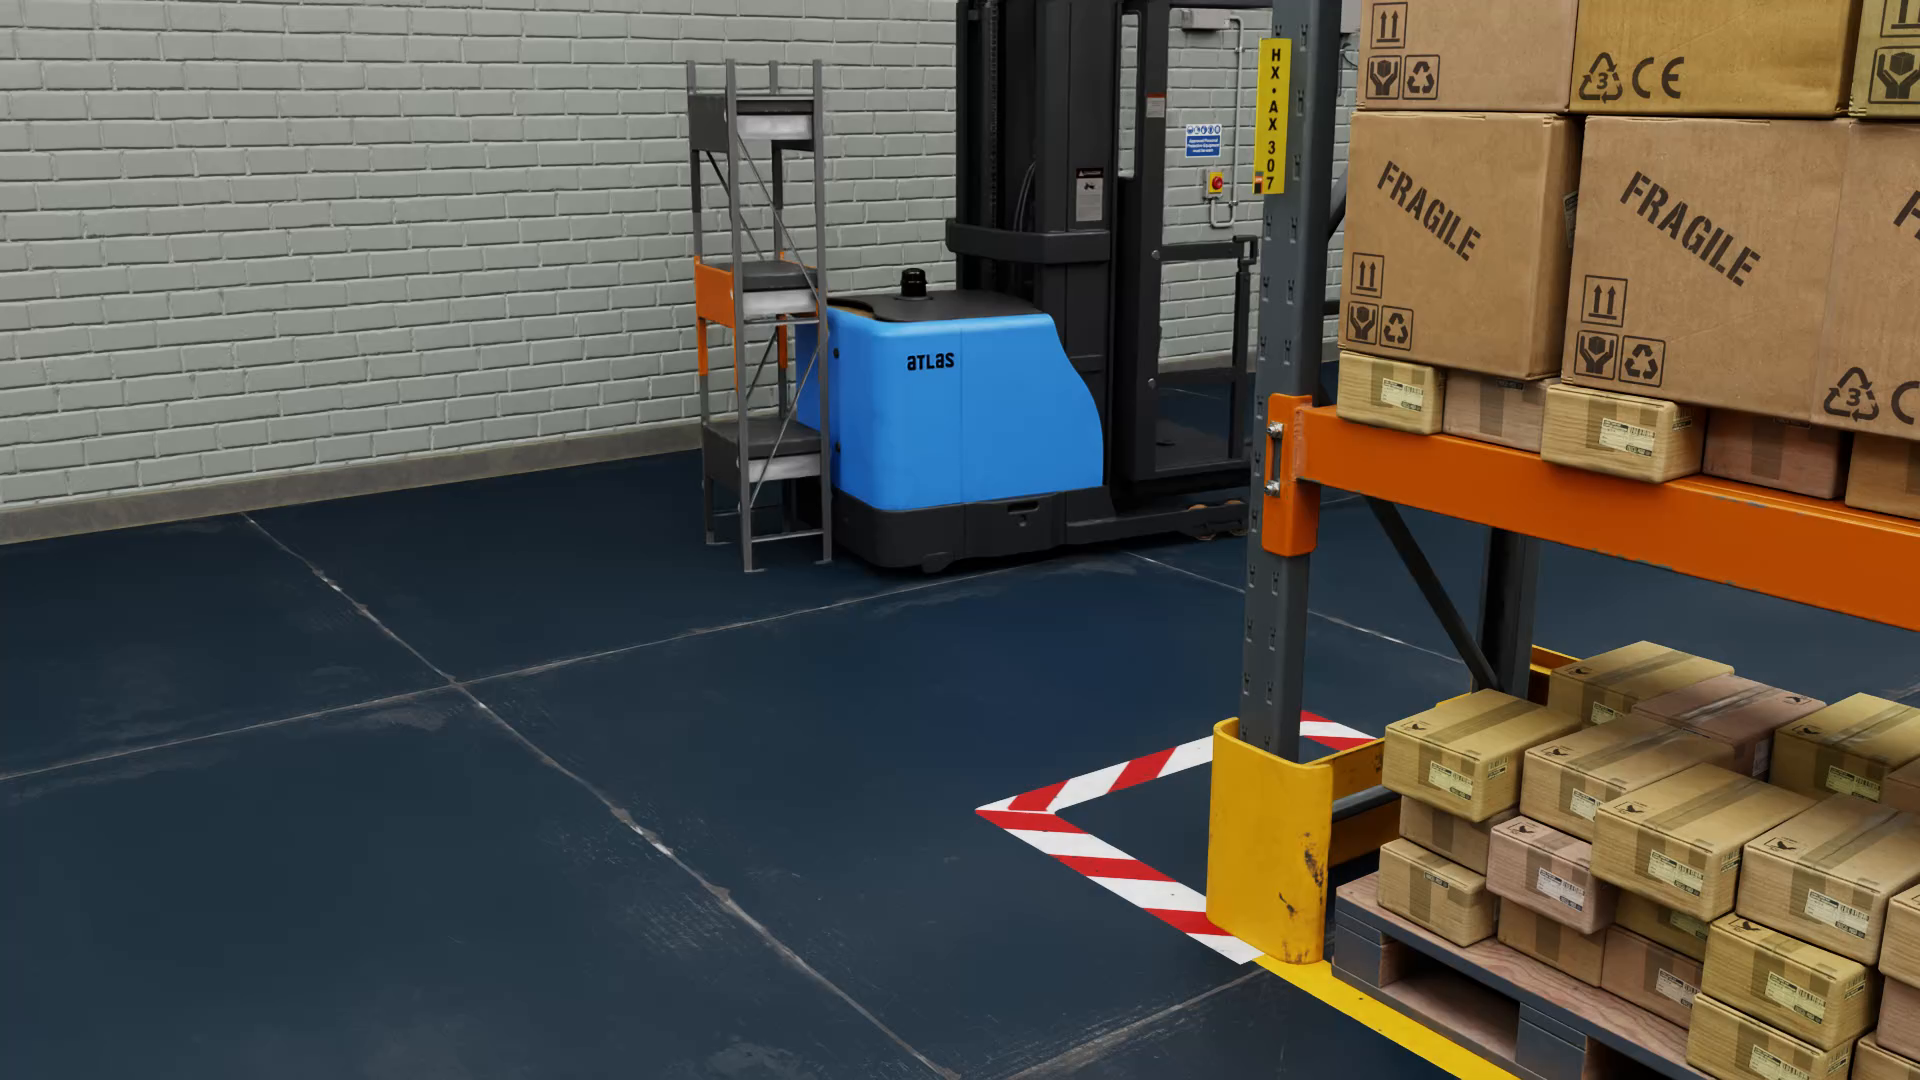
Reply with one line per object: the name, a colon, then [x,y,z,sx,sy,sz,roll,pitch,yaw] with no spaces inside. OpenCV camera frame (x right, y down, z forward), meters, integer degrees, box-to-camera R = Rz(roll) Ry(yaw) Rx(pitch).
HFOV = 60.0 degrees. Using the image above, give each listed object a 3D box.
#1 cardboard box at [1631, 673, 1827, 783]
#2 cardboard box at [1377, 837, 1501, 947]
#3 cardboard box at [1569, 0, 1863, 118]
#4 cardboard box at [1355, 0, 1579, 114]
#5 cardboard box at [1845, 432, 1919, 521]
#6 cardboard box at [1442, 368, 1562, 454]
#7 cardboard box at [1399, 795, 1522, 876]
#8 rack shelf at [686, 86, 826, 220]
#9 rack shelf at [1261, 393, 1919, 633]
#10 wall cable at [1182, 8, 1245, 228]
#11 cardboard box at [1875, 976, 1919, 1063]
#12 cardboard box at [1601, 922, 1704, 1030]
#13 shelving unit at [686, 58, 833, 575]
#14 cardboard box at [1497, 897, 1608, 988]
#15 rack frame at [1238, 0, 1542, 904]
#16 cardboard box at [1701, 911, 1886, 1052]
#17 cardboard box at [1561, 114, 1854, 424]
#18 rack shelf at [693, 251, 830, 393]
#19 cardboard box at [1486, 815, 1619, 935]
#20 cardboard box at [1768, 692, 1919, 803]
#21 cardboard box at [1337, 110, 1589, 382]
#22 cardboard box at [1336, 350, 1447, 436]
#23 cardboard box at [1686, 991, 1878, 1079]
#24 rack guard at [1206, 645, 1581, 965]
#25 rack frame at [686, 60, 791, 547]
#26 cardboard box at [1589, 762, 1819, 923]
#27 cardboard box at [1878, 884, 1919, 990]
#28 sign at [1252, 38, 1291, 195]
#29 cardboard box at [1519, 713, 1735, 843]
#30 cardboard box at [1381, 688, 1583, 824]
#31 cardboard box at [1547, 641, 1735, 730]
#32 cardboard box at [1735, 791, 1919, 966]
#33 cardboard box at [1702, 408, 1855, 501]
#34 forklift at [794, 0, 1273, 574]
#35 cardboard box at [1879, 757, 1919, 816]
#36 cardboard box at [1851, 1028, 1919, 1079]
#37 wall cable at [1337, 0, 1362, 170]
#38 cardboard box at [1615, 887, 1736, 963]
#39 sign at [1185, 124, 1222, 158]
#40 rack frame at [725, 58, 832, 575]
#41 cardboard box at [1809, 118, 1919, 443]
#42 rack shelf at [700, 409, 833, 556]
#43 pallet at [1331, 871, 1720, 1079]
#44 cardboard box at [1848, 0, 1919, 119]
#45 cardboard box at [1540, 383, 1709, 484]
cardboard box: [1.734,0.440,3.766,0.380,0.149,0.250,-10,18,-33]
cardboard box: [1.165,0.752,3.752,0.380,0.149,0.250,-10,18,-33]
cardboard box: [1.467,-1.012,2.946,0.500,0.500,0.500,-10,18,-33]
cardboard box: [1.166,-1.119,3.336,0.500,0.500,0.500,-11,19,-35]
cardboard box: [1.743,-0.131,2.850,0.380,0.149,0.250,-11,19,-35]
cardboard box: [1.225,-0.293,3.440,0.380,0.149,0.250,-10,18,-33]
cardboard box: [1.217,0.599,3.748,0.380,0.149,0.250,-10,18,-32]
rack shelf: [-0.847,-1.611,6.885,0.431,0.518,0.480,-8,17,-26]
rack shelf: [2.292,0.192,2.556,1.077,0.370,4.000,-11,19,-35]
wall cable: [1.727,-3.078,11.155,0.585,1.953,0.123,-11,19,-35]
cardboard box: [1.844,0.818,2.947,0.380,0.149,0.250,-12,19,-37]
cardboard box: [1.537,0.847,3.404,0.380,0.149,0.250,-11,19,-34]
shelving unit: [-0.847,-0.949,7.067,0.431,2.100,0.503,-8,17,-26]
cardboard box: [1.386,0.795,3.594,0.380,0.149,0.250,-11,19,-35]
rack frame: [1.116,-0.582,4.021,1.000,3.000,0.127,-11,19,-35]
cardboard box: [1.611,0.776,3.100,0.380,0.149,0.250,-10,18,-33]
cardboard box: [1.492,-0.525,3.059,0.500,0.500,0.500,-11,19,-34]
rack shelf: [-0.847,-0.936,7.070,0.431,0.518,0.480,-8,17,-26]
cardboard box: [1.332,0.666,3.503,0.380,0.149,0.250,-11,19,-35]
cardboard box: [1.989,0.475,3.636,0.380,0.149,0.250,-11,19,-36]
cardboard box: [1.157,-0.635,3.462,0.500,0.500,0.500,-10,18,-32]
cardboard box: [1.042,-0.341,3.616,0.380,0.149,0.250,-11,19,-35]
cardboard box: [1.599,0.919,3.142,0.380,0.149,0.250,-11,19,-34]
rack guard: [1.161,0.640,4.292,1.175,0.500,0.348,-11,19,-35]
rack frame: [-0.958,-1.007,7.276,0.400,2.100,0.015,-8,17,-26]
cardboard box: [1.454,0.582,3.246,0.380,0.149,0.250,-11,19,-35]
cardboard box: [1.822,0.683,2.878,0.380,0.149,0.250,-10,18,-32]
sign: [0.678,-0.915,3.599,0.100,0.325,0.005,-11,19,-35]
cardboard box: [1.409,0.508,3.515,0.380,0.149,0.250,-10,18,-34]
cardboard box: [1.150,0.468,3.662,0.380,0.149,0.250,-12,19,-37]
cardboard box: [1.633,0.377,3.994,0.380,0.149,0.250,-11,19,-34]
cardboard box: [1.666,0.622,3.099,0.380,0.149,0.250,-12,19,-37]
cardboard box: [1.603,-0.193,3.076,0.380,0.149,0.250,-10,18,-32]
forklift: [0.794,-1.524,7.592,3.031,2.935,1.130,-8,17,-26]
cardboard box: [2.090,0.540,3.398,0.380,0.149,0.250,-12,19,-37]
cardboard box: [1.826,0.958,2.997,0.380,0.149,0.250,-11,19,-34]
wall cable: [2.867,-3.285,11.972,0.588,1.984,0.122,-11,19,-35]
cardboard box: [1.548,0.704,3.362,0.380,0.149,0.250,-11,19,-34]
sign: [1.652,-2.708,11.278,0.327,0.218,0.001,-11,19,-35]
rack frame: [-0.736,-0.892,6.857,0.400,2.100,0.015,-8,17,-26]
cardboard box: [1.770,-0.418,2.669,0.500,0.500,0.500,-11,19,-34]
rack shelf: [-0.847,-0.261,7.255,0.431,0.518,0.480,-8,17,-26]
pallet: [1.610,0.958,3.676,1.003,0.211,1.213,-11,19,-35]
cardboard box: [1.755,-0.898,2.527,0.500,0.500,0.500,-11,19,-36]
cardboard box: [1.340,-0.227,3.200,0.380,0.149,0.250,-12,19,-36]
